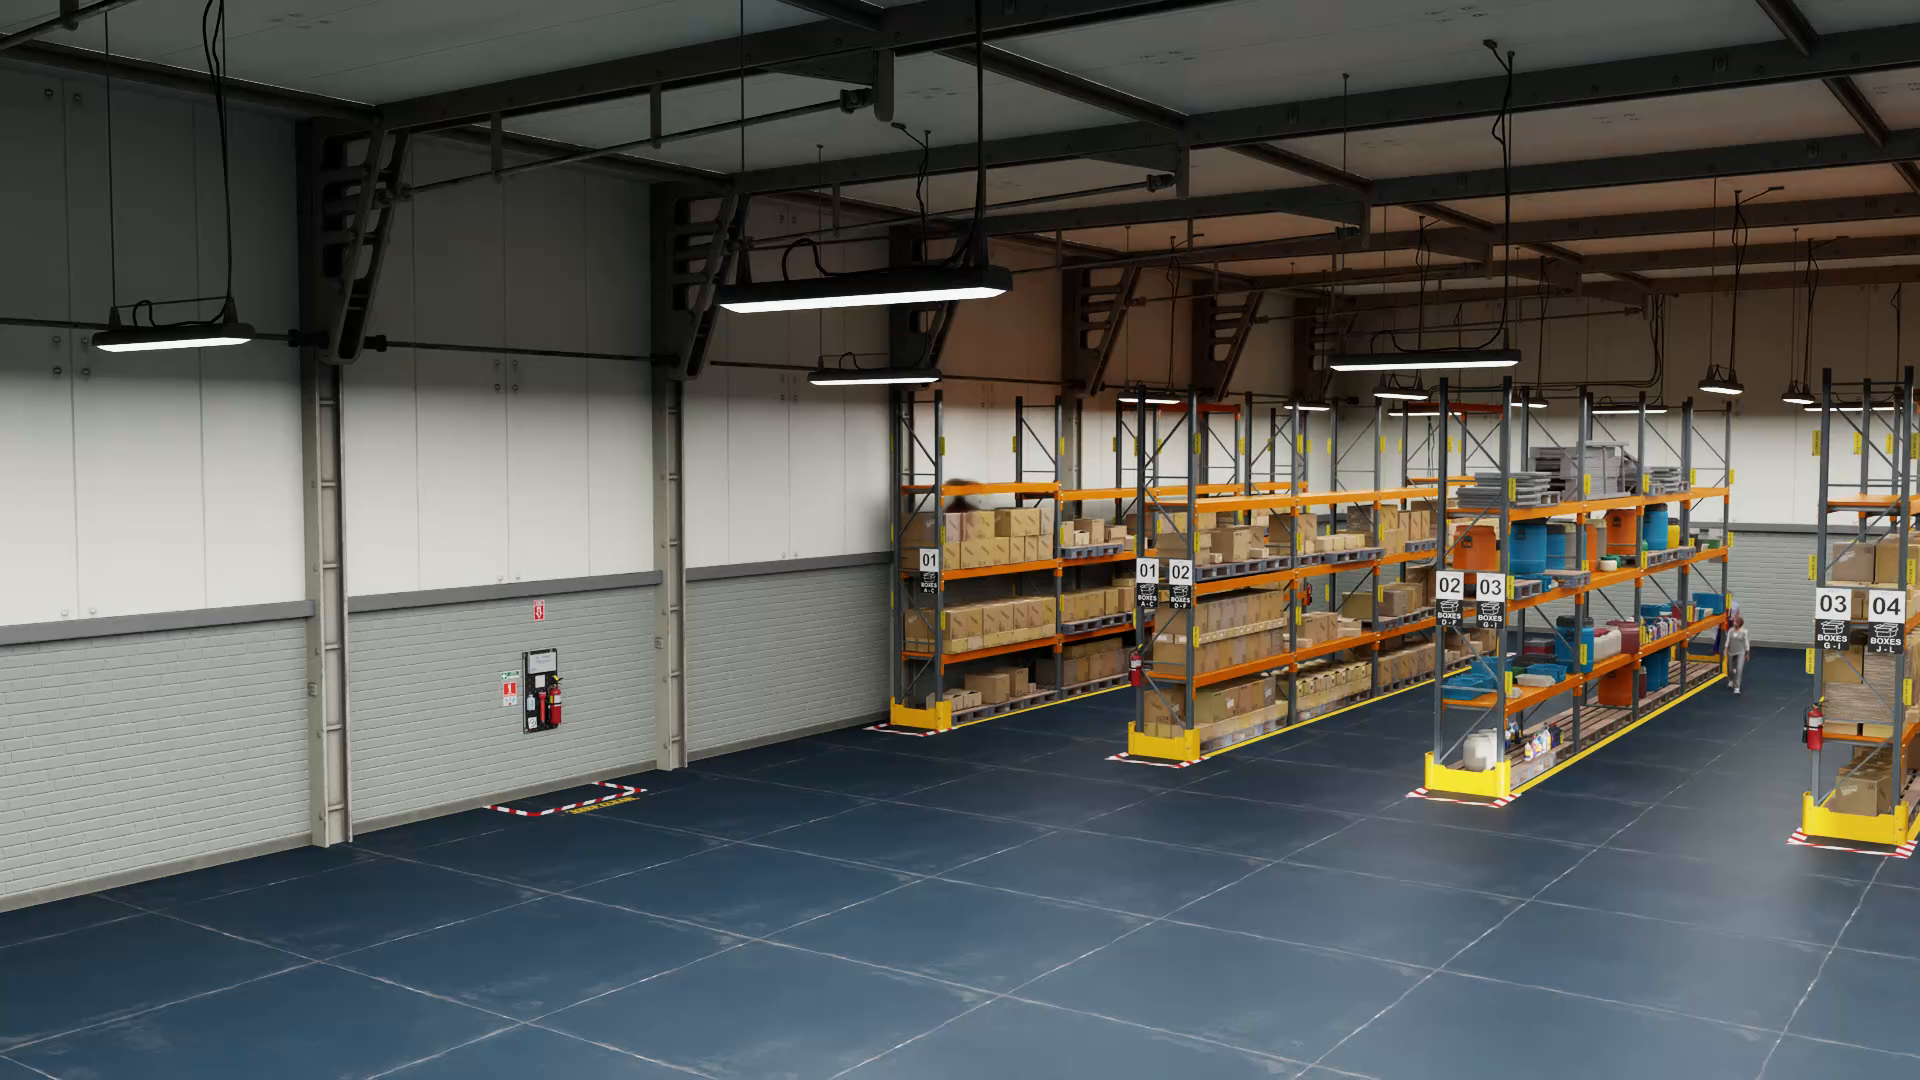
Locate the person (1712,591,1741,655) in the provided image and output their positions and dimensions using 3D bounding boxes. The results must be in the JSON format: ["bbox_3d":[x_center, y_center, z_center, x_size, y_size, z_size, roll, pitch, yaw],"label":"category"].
[{"bbox_3d":[18.124,1.988,39.176,0.633,1.587,1.031,0,3,0],"label":"person"}]

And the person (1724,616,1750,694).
[{"bbox_3d":[15.788,2.311,33.796,0.477,1.546,0.830,2,4,26],"label":"person"}]
